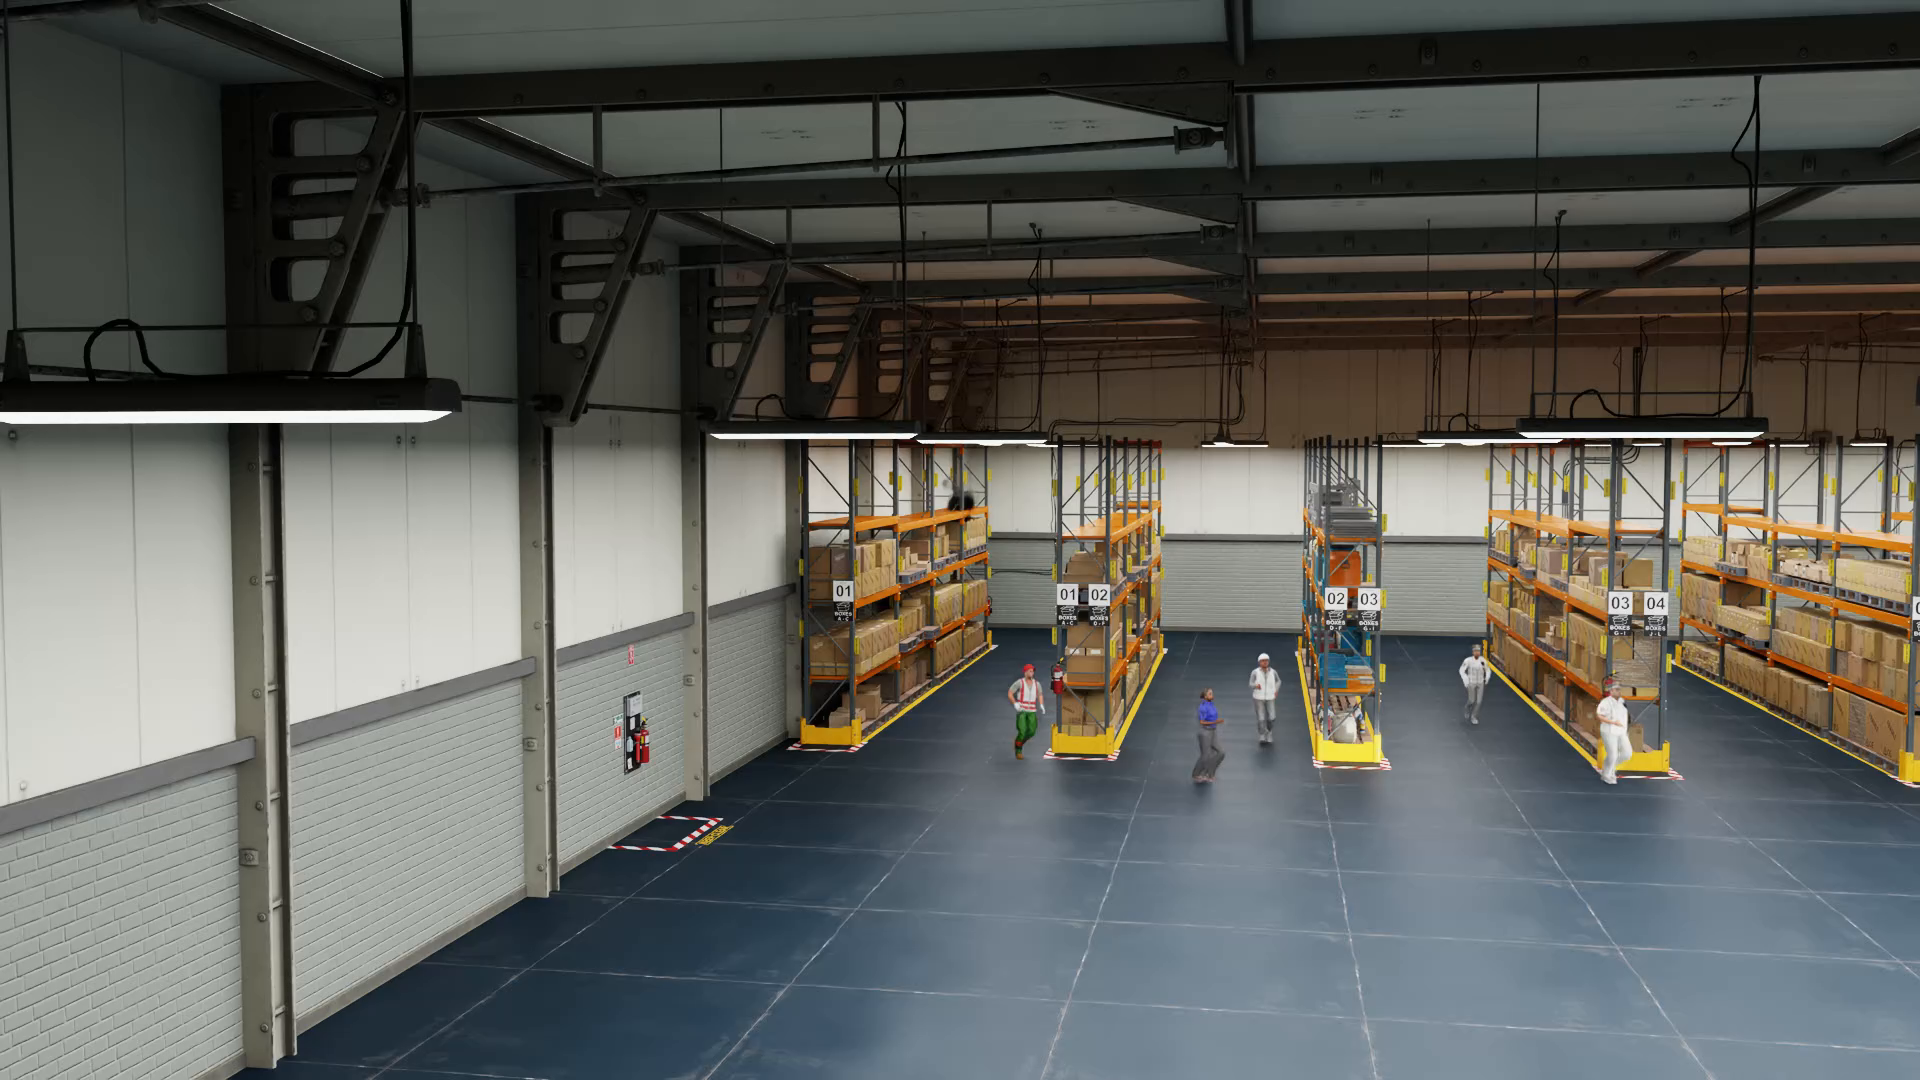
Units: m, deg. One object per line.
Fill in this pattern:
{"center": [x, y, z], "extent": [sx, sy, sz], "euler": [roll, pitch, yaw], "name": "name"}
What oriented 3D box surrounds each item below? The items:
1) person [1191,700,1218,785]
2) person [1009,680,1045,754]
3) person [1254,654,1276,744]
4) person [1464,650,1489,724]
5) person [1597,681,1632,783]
{"center": [4.191, 3.481, 28.513], "extent": [0.453, 1.451, 0.523], "euler": [2, 4, 36], "name": "person"}
{"center": [1.276, 3.296, 30.896], "extent": [0.673, 1.384, 0.431], "euler": [-1, 3, -22], "name": "person"}
{"center": [5.932, 3.094, 32.387], "extent": [0.415, 1.760, 0.557], "euler": [0, 3, 4], "name": "person"}
{"center": [10.813, 3.034, 34.877], "extent": [0.492, 1.622, 0.544], "euler": [0, 3, 3], "name": "person"}
{"center": [11.276, 3.301, 28.547], "extent": [0.666, 1.744, 0.568], "euler": [-1, 3, -25], "name": "person"}
